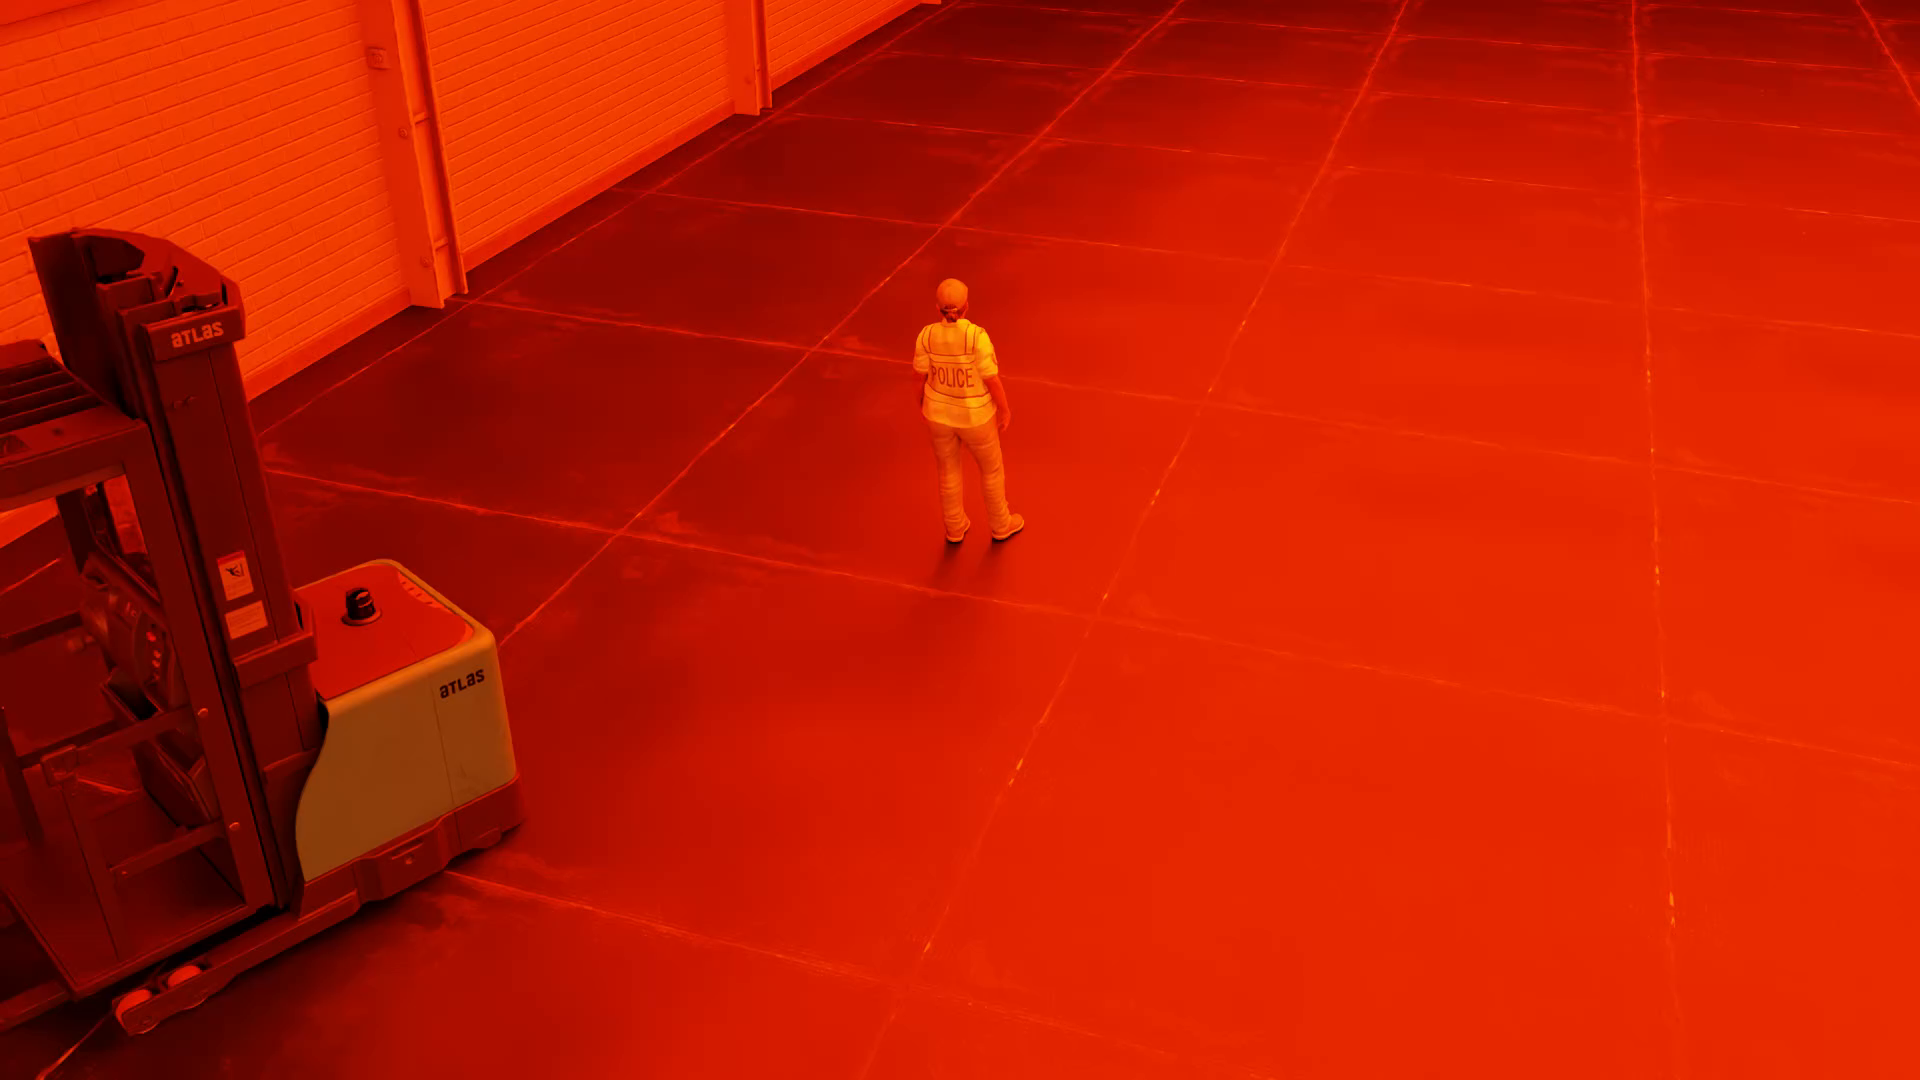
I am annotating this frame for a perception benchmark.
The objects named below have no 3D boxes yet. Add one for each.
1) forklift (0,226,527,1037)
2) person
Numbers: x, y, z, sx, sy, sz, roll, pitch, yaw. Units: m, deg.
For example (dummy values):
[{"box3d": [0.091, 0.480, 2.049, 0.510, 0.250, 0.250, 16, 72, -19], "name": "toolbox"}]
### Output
[{"box3d": [-3.418, 0.405, 6.426, 3.031, 2.935, 1.130, -26, 39, -37], "name": "forklift"}, {"box3d": [0.047, -0.763, 9.736, 0.598, 1.670, 0.529, 10, 31, 16], "name": "person"}]
